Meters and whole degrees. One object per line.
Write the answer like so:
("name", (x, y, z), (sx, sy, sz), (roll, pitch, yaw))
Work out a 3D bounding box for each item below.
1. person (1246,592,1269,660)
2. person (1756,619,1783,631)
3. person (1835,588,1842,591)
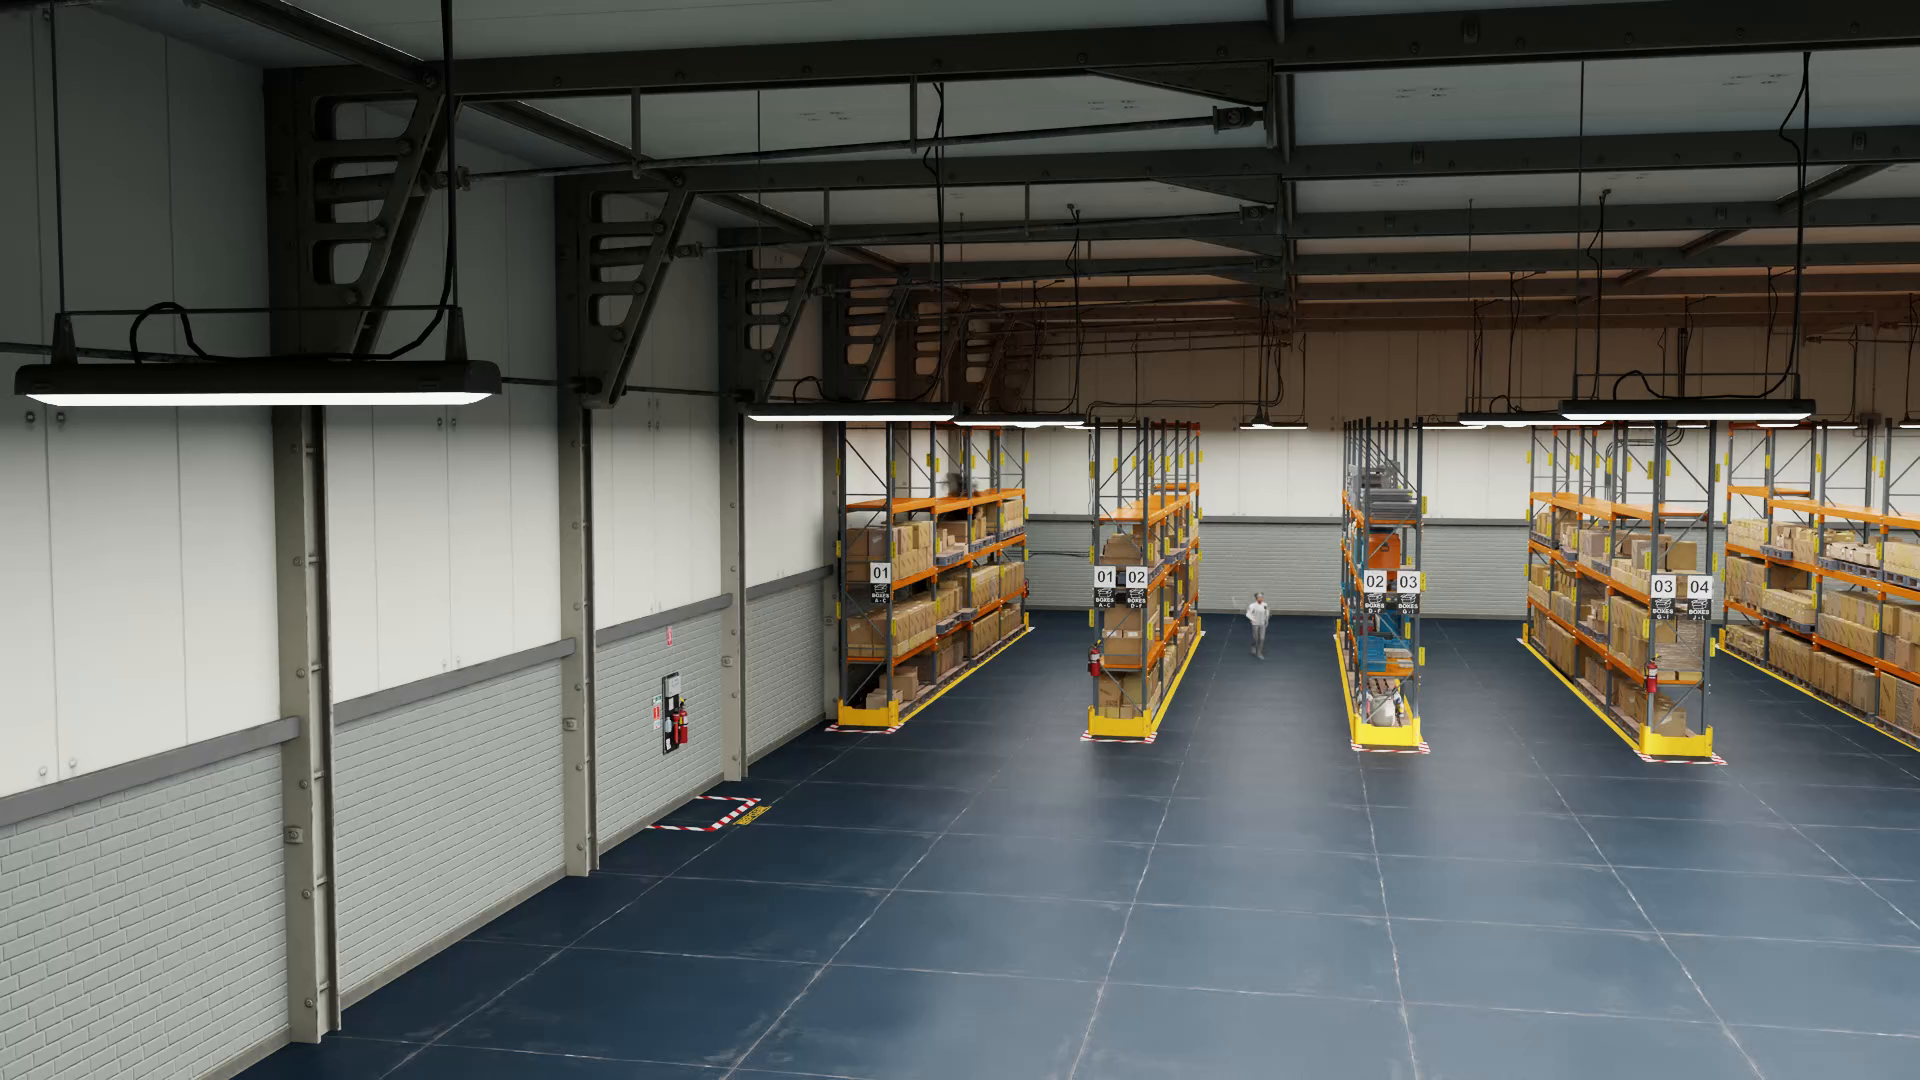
("person", (7.575, 2.154, 42.227), (0.623, 1.692, 0.797), (0, 4, -4))
("person", (21.906, 1.998, 45.177), (0.835, 1.622, 0.662), (1, 4, 16))
("person", (21.970, 2.101, 41.643), (0.676, 1.790, 0.965), (0, 4, 7))
